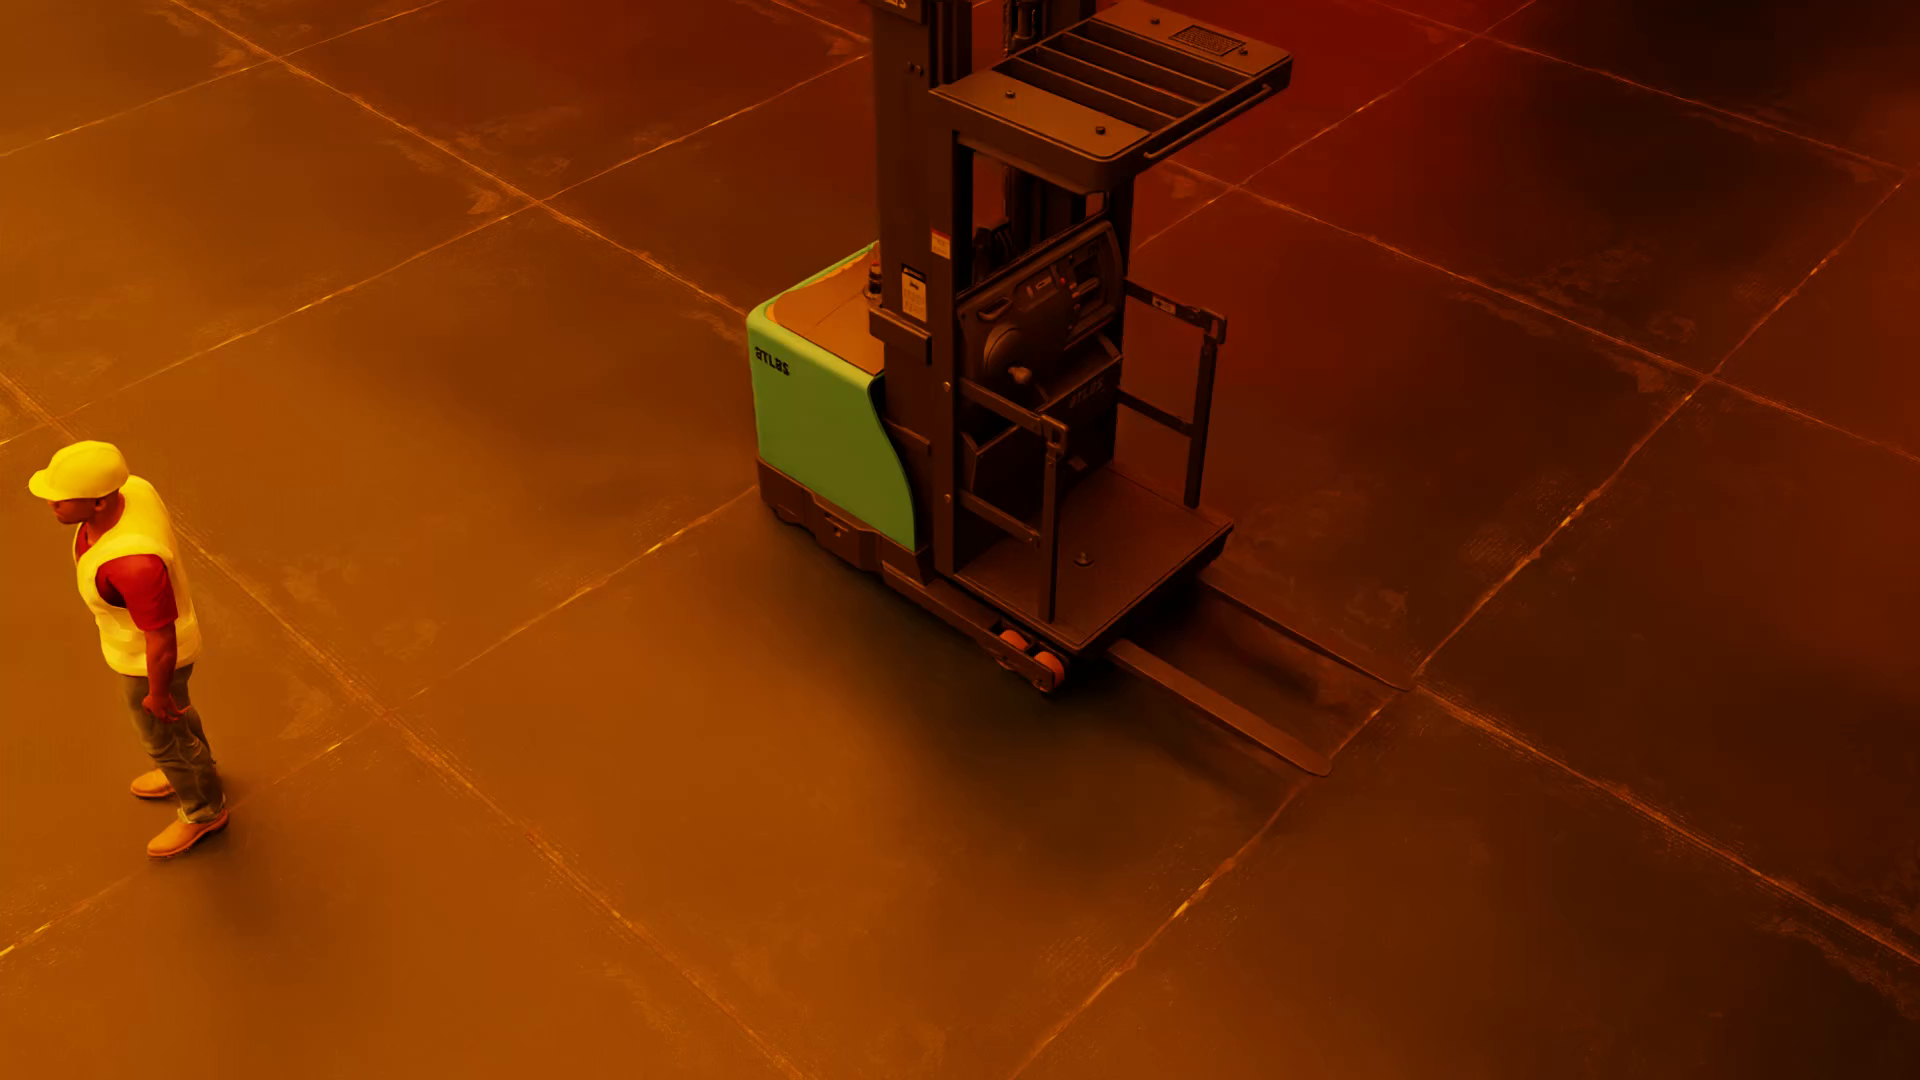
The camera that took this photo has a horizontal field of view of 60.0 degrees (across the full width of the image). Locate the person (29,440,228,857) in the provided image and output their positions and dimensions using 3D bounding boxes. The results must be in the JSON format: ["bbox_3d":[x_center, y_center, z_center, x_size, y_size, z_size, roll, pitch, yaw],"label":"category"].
[{"bbox_3d":[-2.921,0.378,5.891,0.504,1.772,0.661,-18,44,-20],"label":"person"}]

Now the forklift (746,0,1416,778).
[{"bbox_3d":[0.485,-0.869,6.441,3.031,2.935,1.130,31,49,31],"label":"forklift"}]
